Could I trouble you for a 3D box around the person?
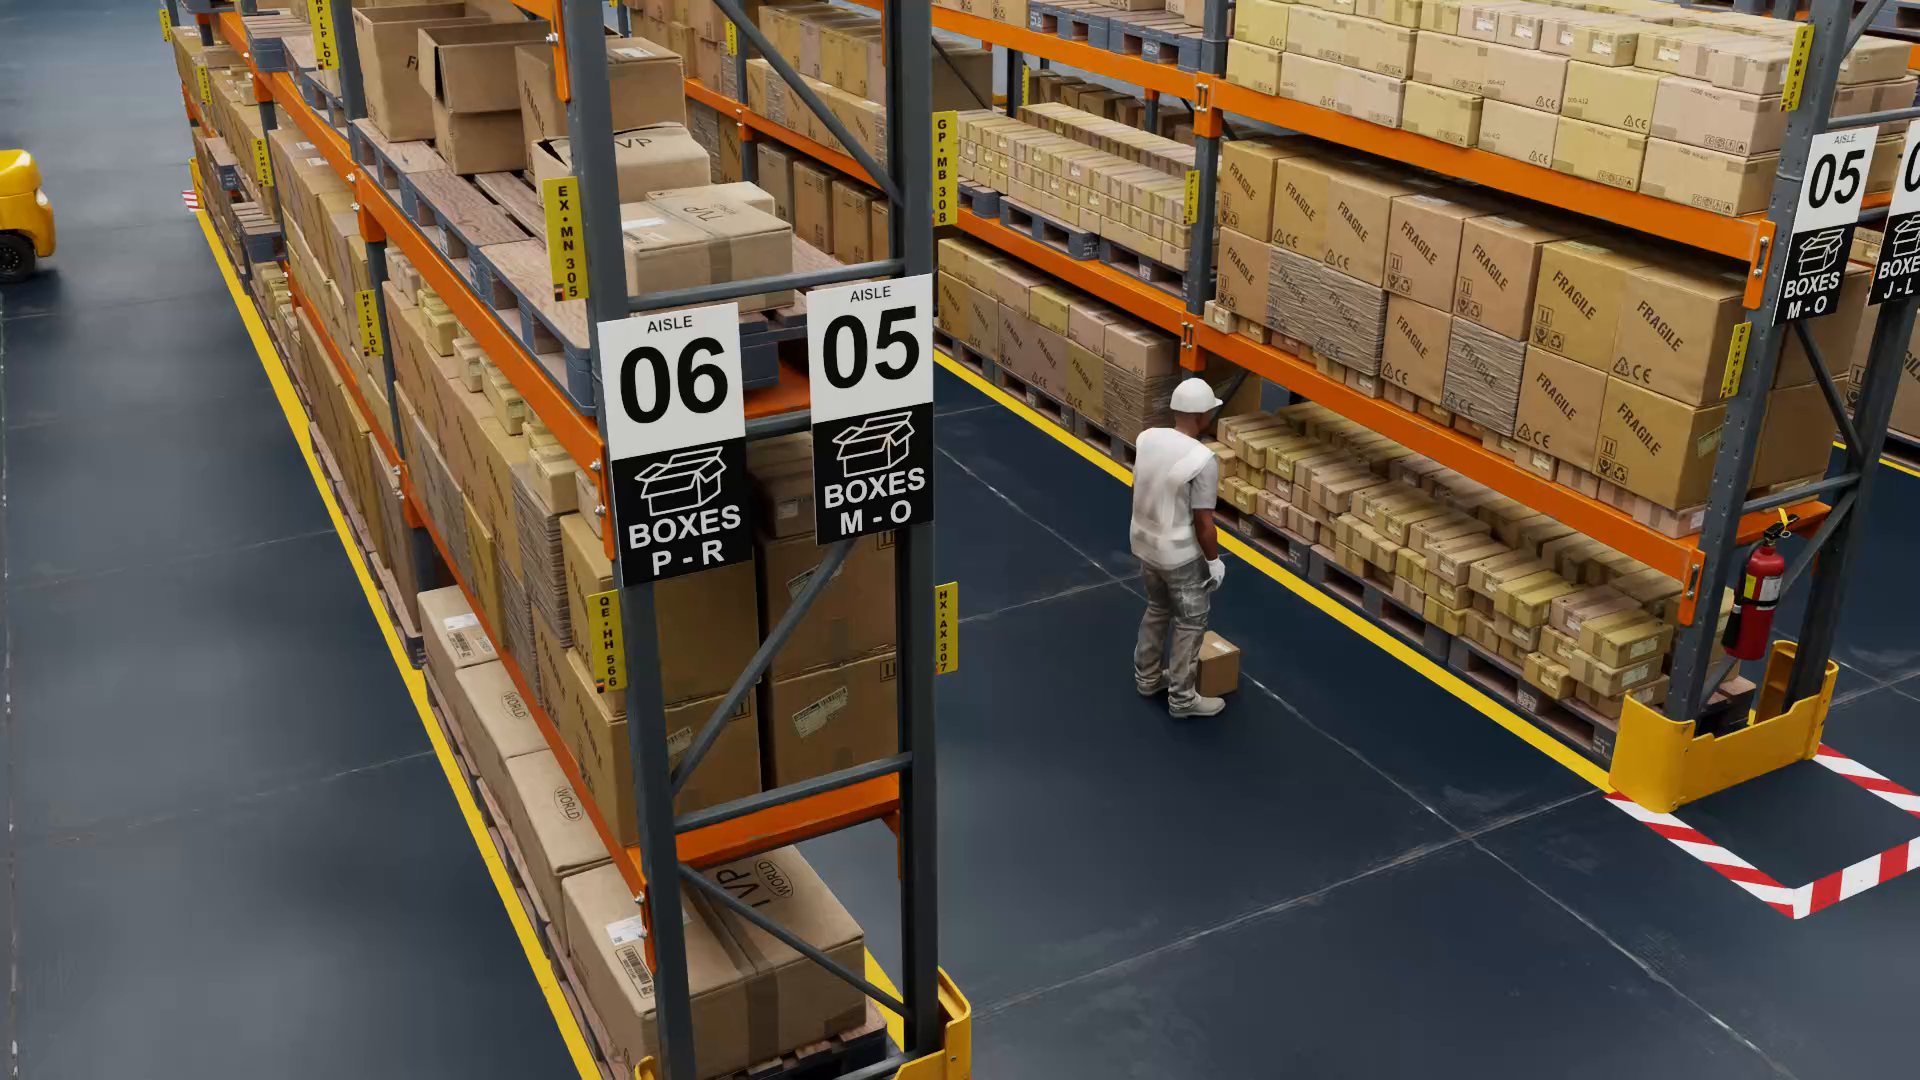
[{"bbox_3d":[1.115,0.037,8.519,0.450,1.773,0.623,-15,29,-28],"label":"person"}]
